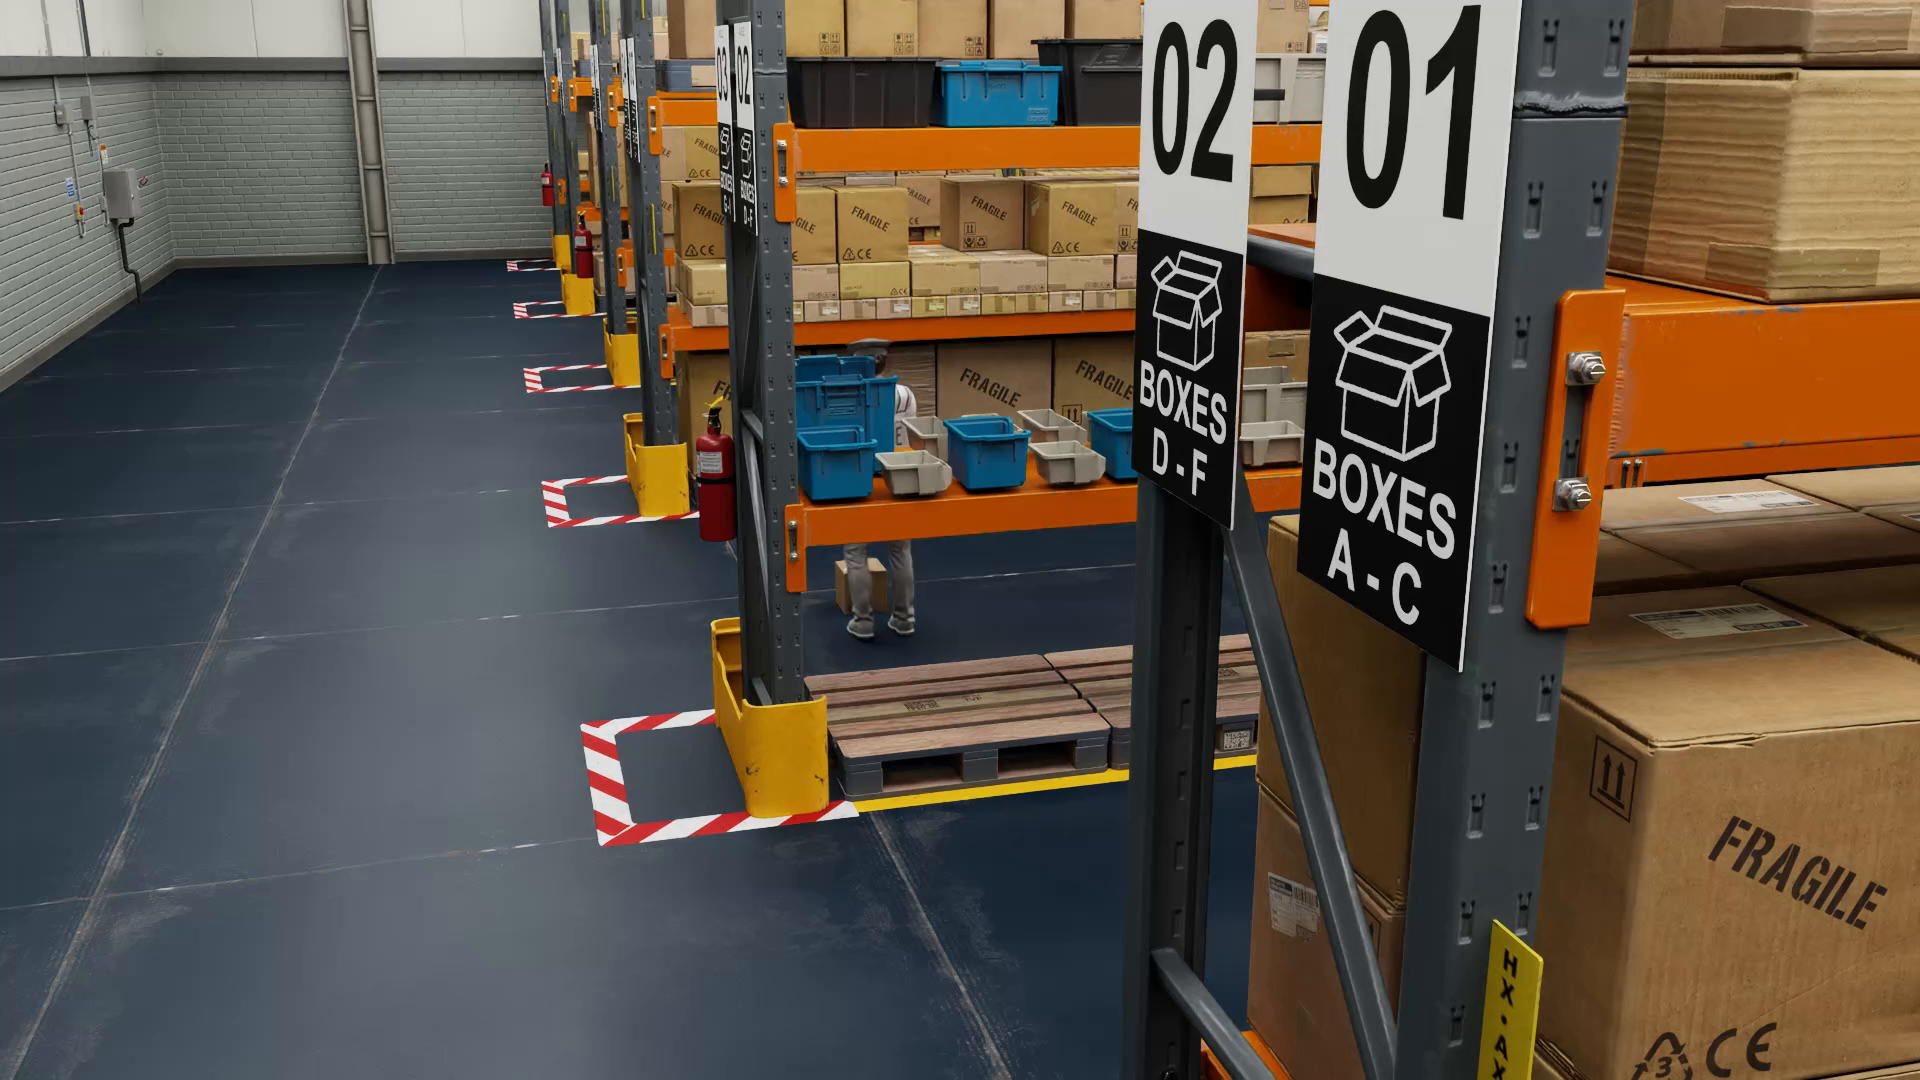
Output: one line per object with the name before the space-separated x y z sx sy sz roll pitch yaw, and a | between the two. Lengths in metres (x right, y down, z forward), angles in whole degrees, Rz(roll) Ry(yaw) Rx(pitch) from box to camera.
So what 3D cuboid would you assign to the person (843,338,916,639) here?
person | -0.467 -0.271 9.022 0.488 1.647 0.396 -4 17 -14
